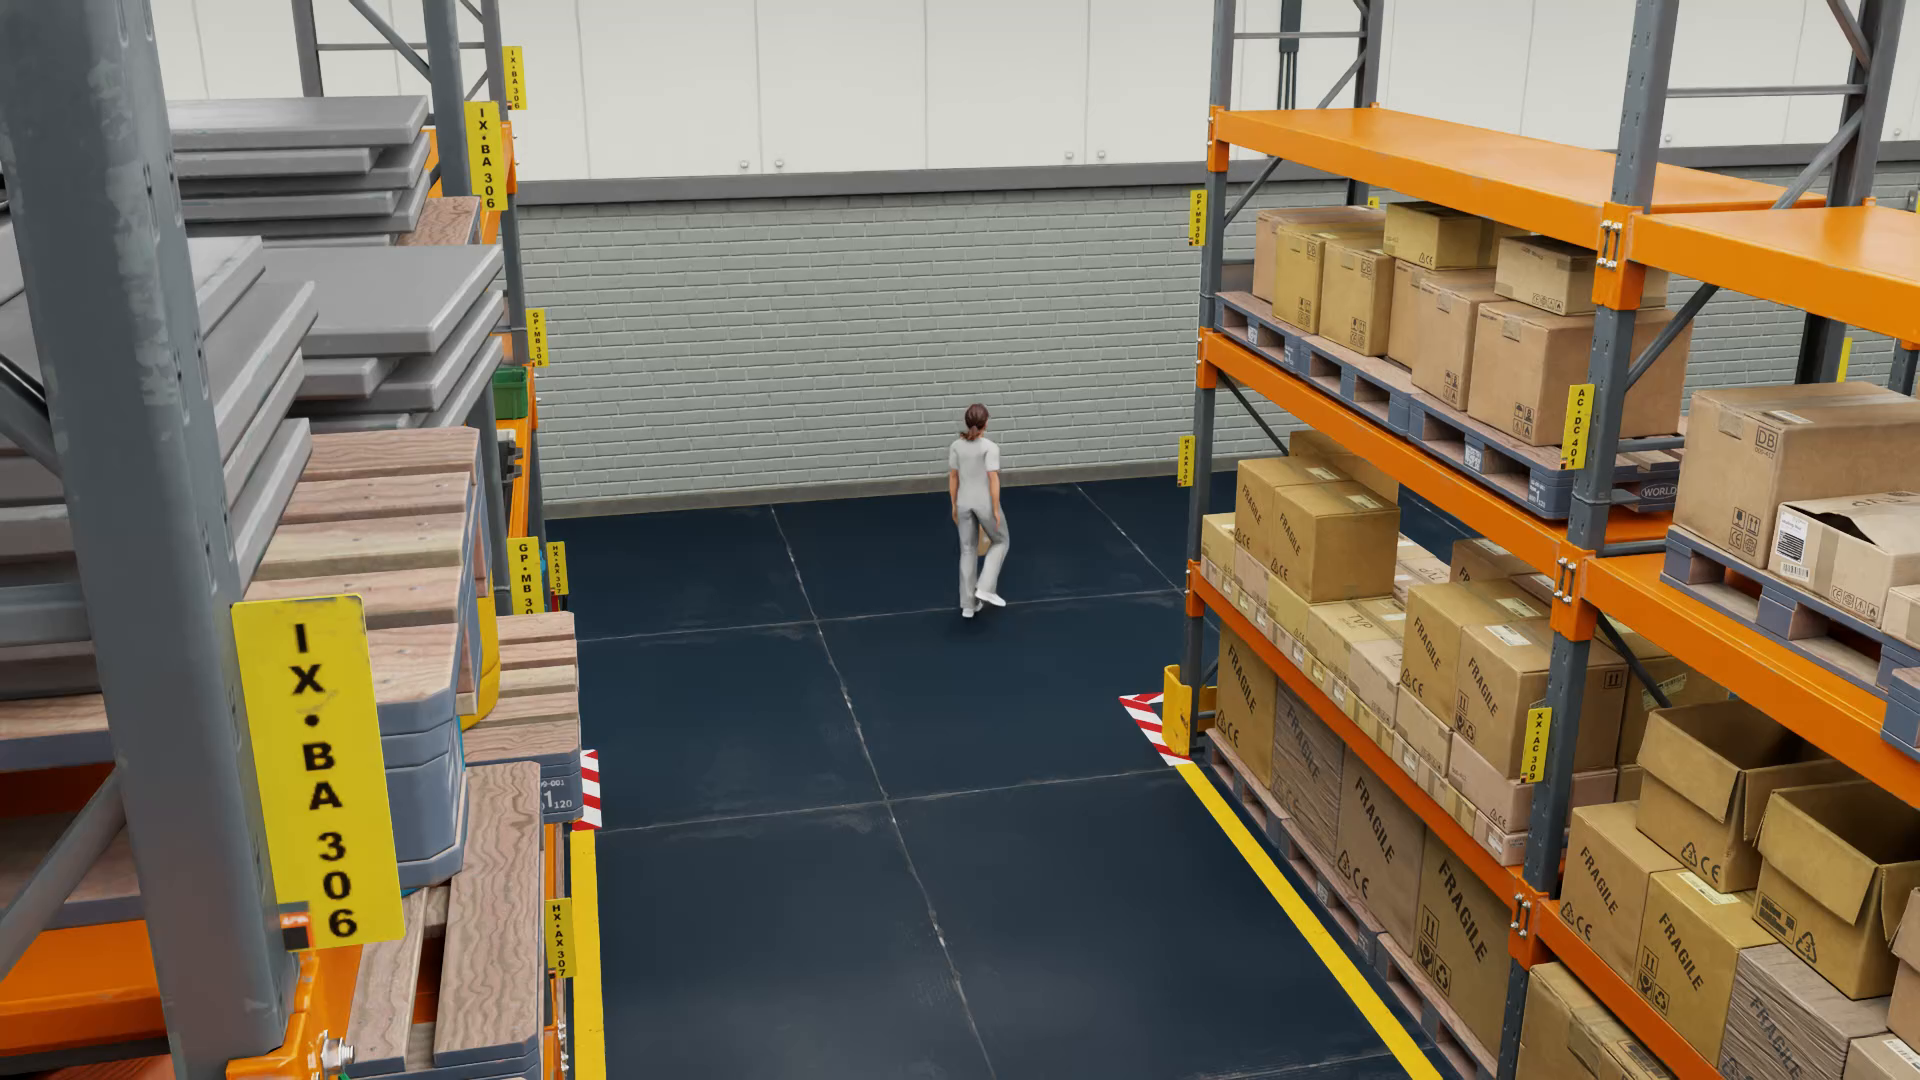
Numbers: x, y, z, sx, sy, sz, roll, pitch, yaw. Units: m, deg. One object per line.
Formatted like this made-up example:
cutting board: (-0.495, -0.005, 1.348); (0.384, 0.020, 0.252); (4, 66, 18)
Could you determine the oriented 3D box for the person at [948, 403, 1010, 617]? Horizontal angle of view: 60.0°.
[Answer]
person: (0.125, -0.238, 12.977); (0.482, 1.654, 0.487); (8, 21, 21)
